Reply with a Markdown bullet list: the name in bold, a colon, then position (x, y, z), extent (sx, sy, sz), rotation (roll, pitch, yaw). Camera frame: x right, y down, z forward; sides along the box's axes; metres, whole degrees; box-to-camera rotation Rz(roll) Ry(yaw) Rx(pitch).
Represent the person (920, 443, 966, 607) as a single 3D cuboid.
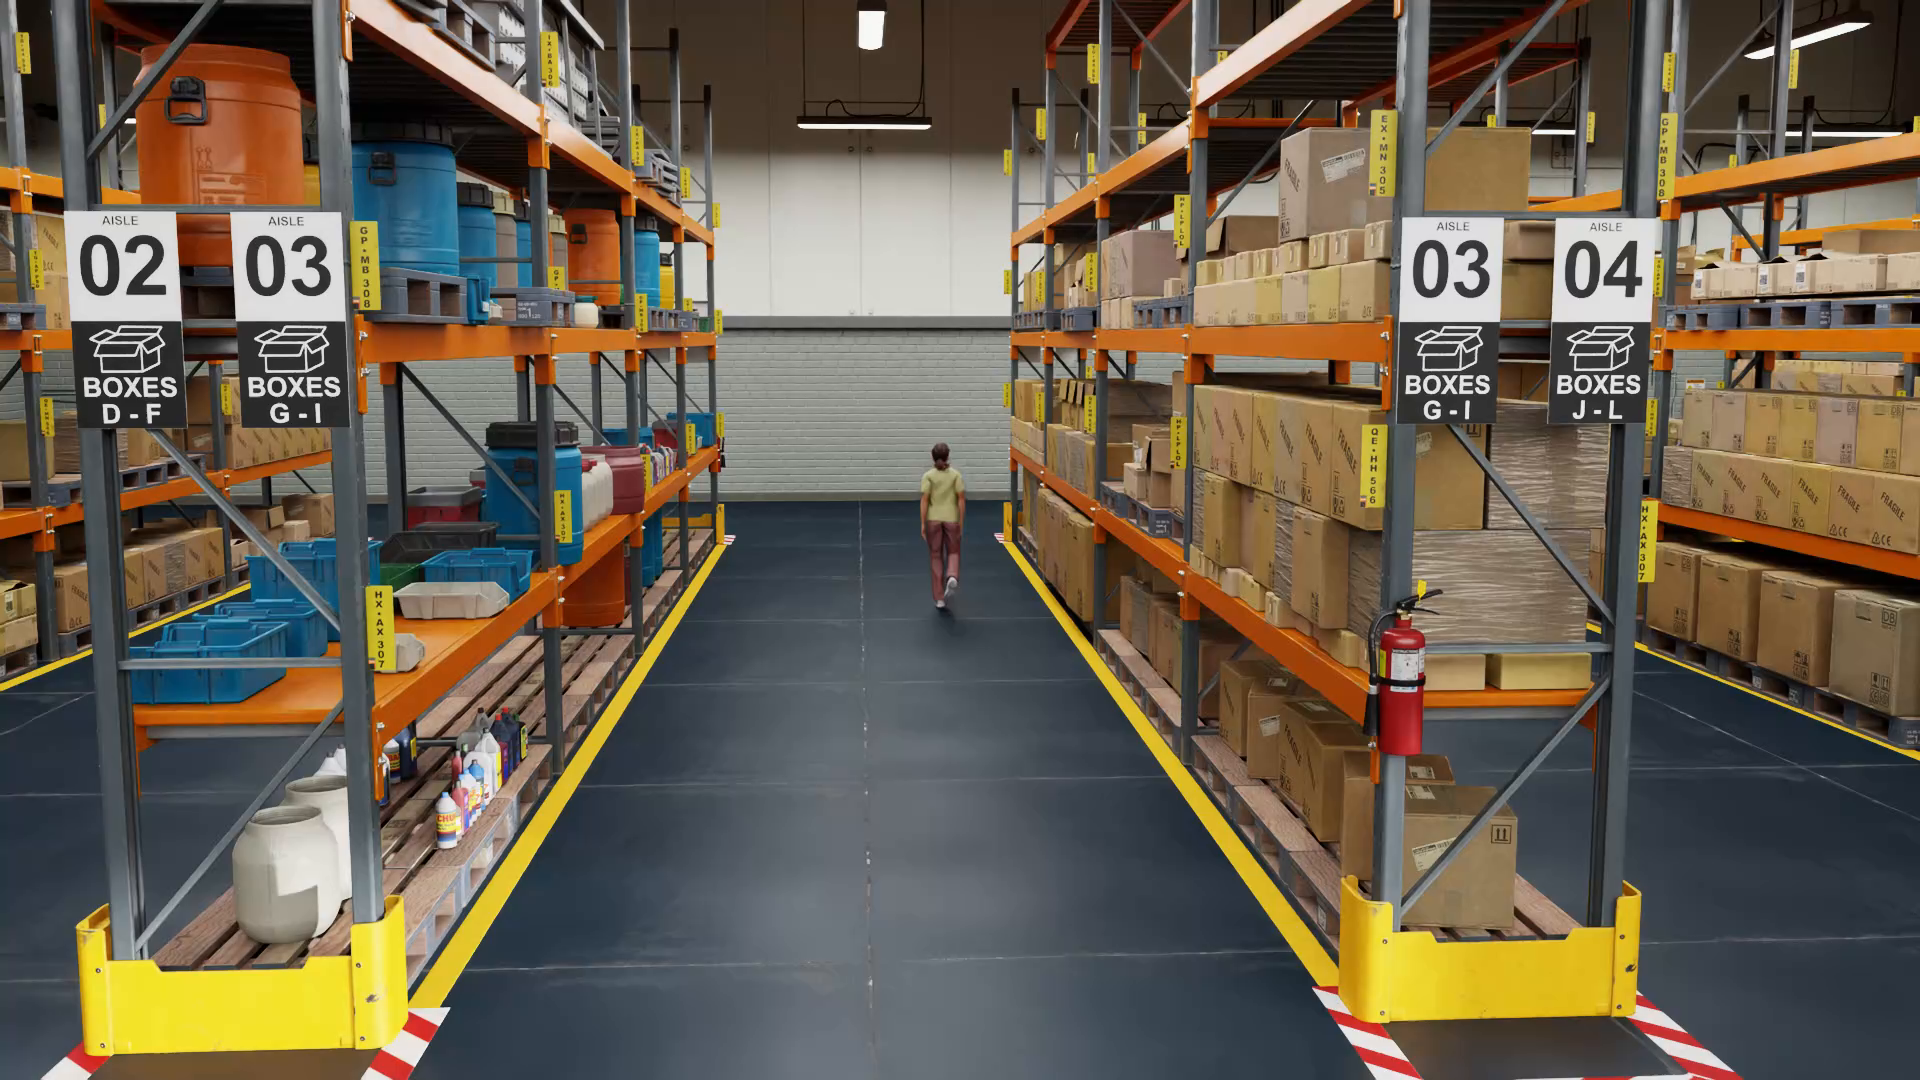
- **person**: position (-0.168, -0.142, 16.759), extent (0.460, 1.664, 0.527), rotation (0, 7, -3)
